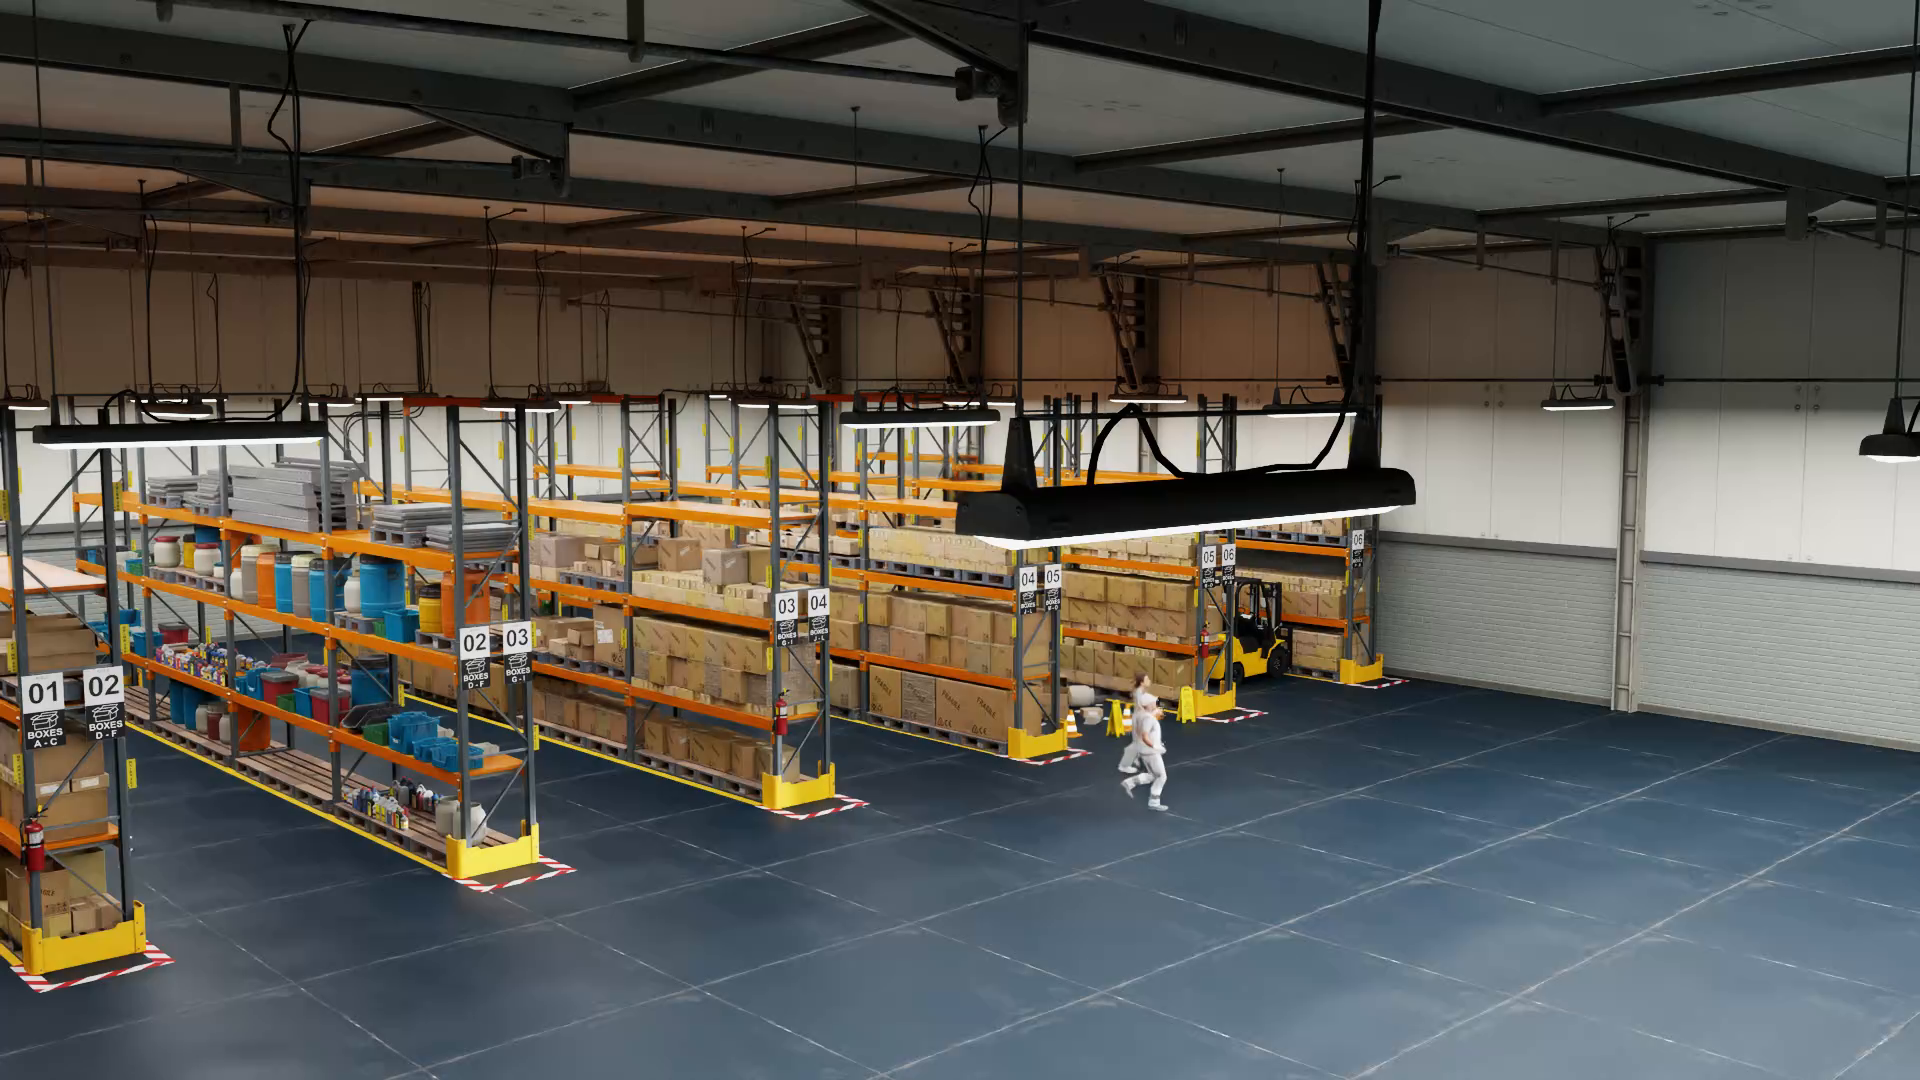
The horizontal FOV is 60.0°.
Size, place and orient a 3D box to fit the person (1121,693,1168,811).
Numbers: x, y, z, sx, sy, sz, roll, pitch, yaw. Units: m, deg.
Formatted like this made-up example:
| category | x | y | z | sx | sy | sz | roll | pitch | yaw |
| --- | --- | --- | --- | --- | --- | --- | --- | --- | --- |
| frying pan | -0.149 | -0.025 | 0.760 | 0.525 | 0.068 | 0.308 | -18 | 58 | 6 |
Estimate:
| category | x | y | z | sx | sy | sz | roll | pitch | yaw |
| --- | --- | --- | --- | --- | --- | --- | --- | --- | --- |
| person | 2.721 | 3.115 | 24.376 | 0.697 | 1.752 | 0.655 | -1 | 6 | -6 |

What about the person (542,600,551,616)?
| category | x | y | z | sx | sy | sz | roll | pitch | yaw |
| --- | --- | --- | --- | --- | --- | --- | --- | --- | --- |
| person | -10.243 | 1.477 | 41.100 | 0.855 | 1.770 | 0.715 | 1 | 6 | 6 |

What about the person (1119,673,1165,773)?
| category | x | y | z | sx | sy | sz | roll | pitch | yaw |
| --- | --- | --- | --- | --- | --- | --- | --- | --- | --- |
| person | 2.932 | 2.928 | 26.764 | 0.734 | 1.622 | 0.585 | 1 | 6 | 14 |
